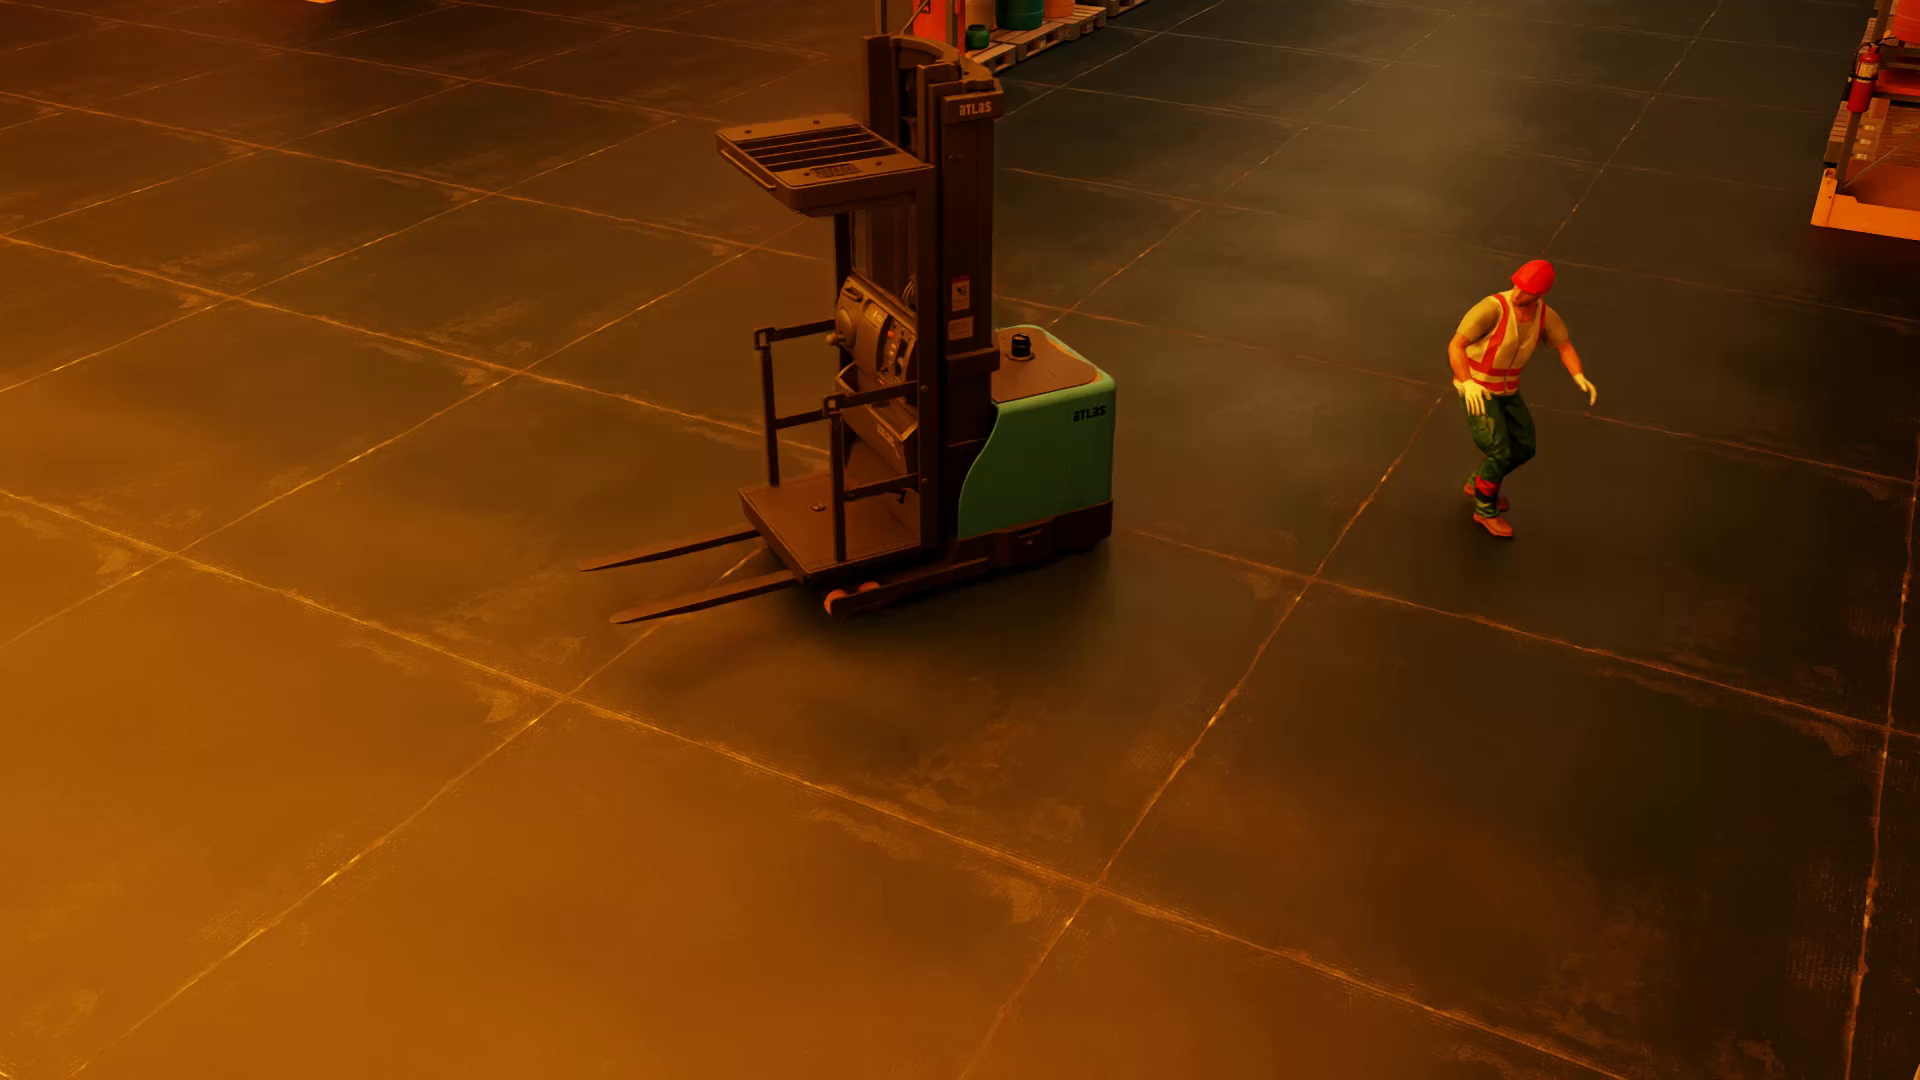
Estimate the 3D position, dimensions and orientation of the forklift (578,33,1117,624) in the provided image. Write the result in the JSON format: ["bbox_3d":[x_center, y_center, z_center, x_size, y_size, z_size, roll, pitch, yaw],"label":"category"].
[{"bbox_3d":[-0.642,-1.127,9.024,3.031,2.935,1.130,-14,33,-23],"label":"forklift"}]

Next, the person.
[{"bbox_3d":[3.249,-0.817,9.741,0.821,1.675,0.726,-16,34,-26],"label":"person"}]
